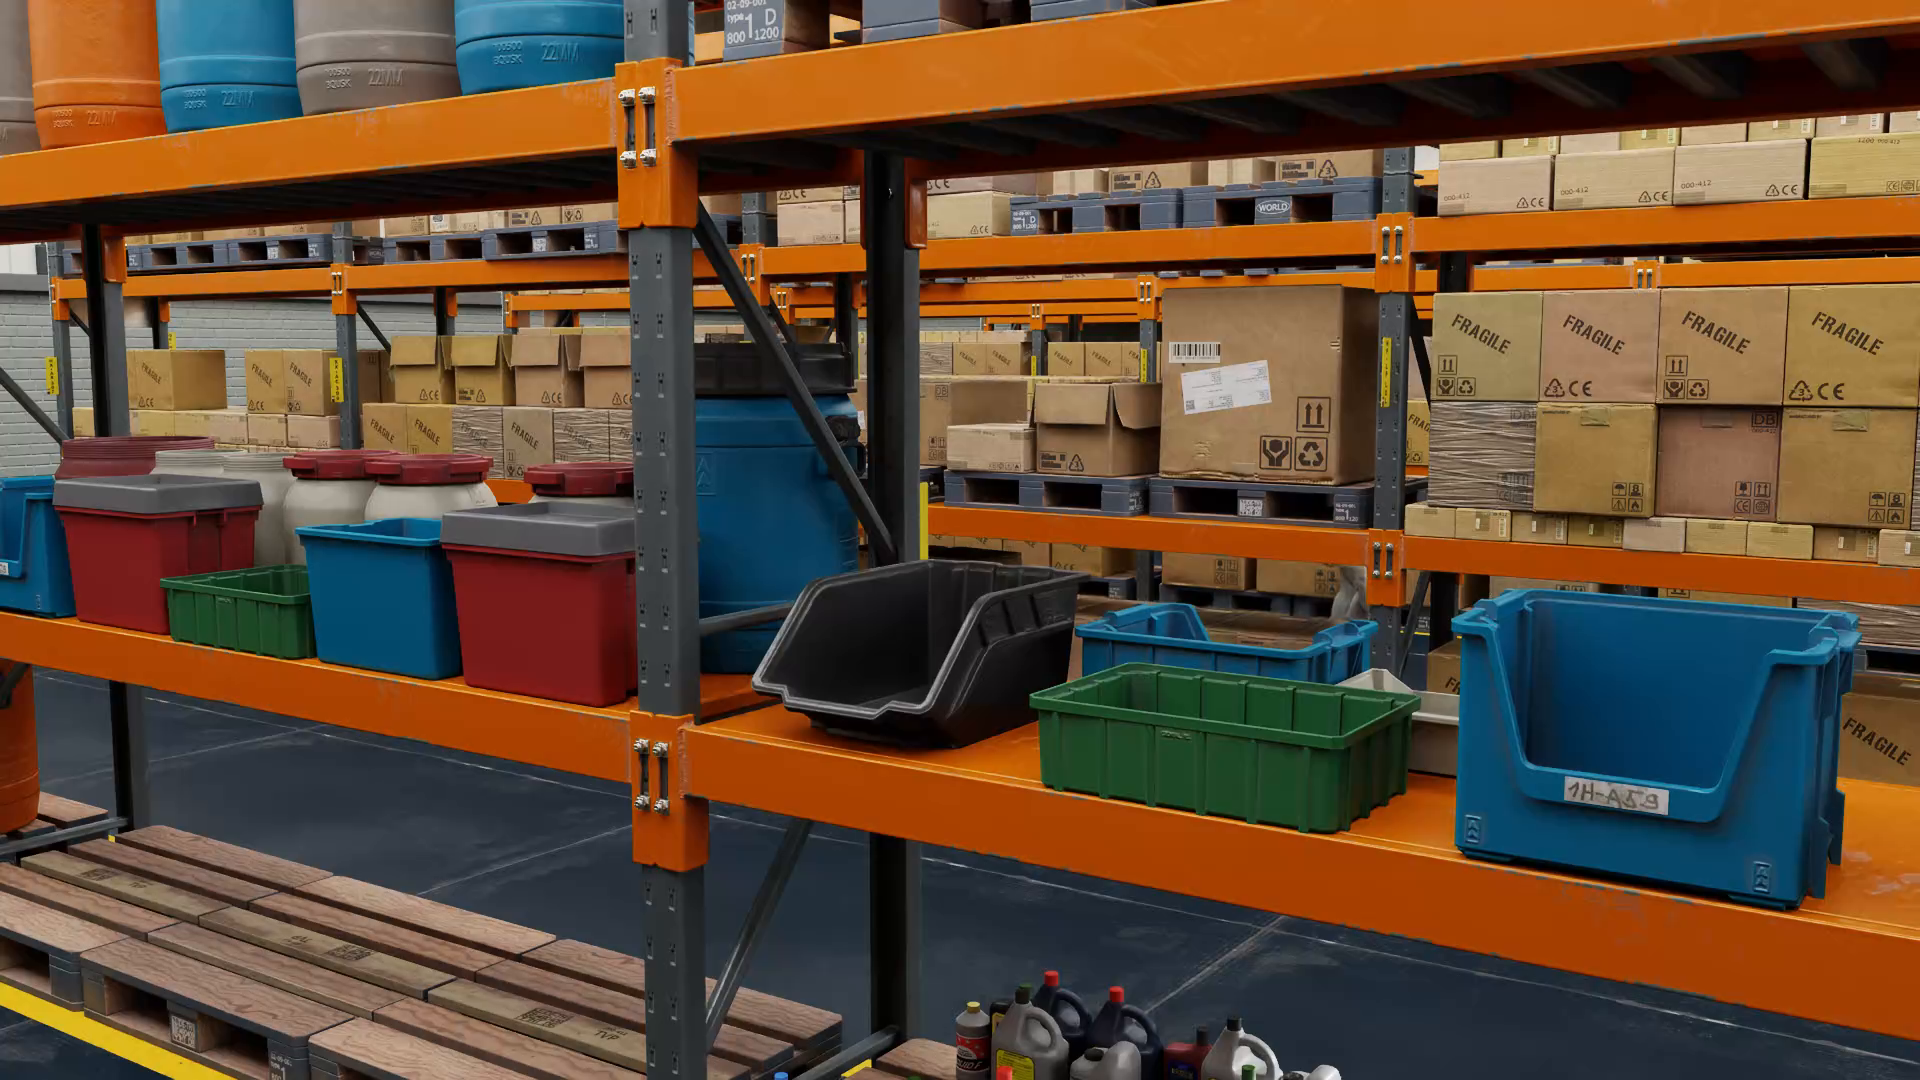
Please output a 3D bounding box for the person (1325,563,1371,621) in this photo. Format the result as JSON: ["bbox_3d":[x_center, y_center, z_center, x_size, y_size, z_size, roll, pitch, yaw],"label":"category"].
[{"bbox_3d":[2.764,0.058,11.576,0.496,1.730,0.512,5,8,38],"label":"person"}]
